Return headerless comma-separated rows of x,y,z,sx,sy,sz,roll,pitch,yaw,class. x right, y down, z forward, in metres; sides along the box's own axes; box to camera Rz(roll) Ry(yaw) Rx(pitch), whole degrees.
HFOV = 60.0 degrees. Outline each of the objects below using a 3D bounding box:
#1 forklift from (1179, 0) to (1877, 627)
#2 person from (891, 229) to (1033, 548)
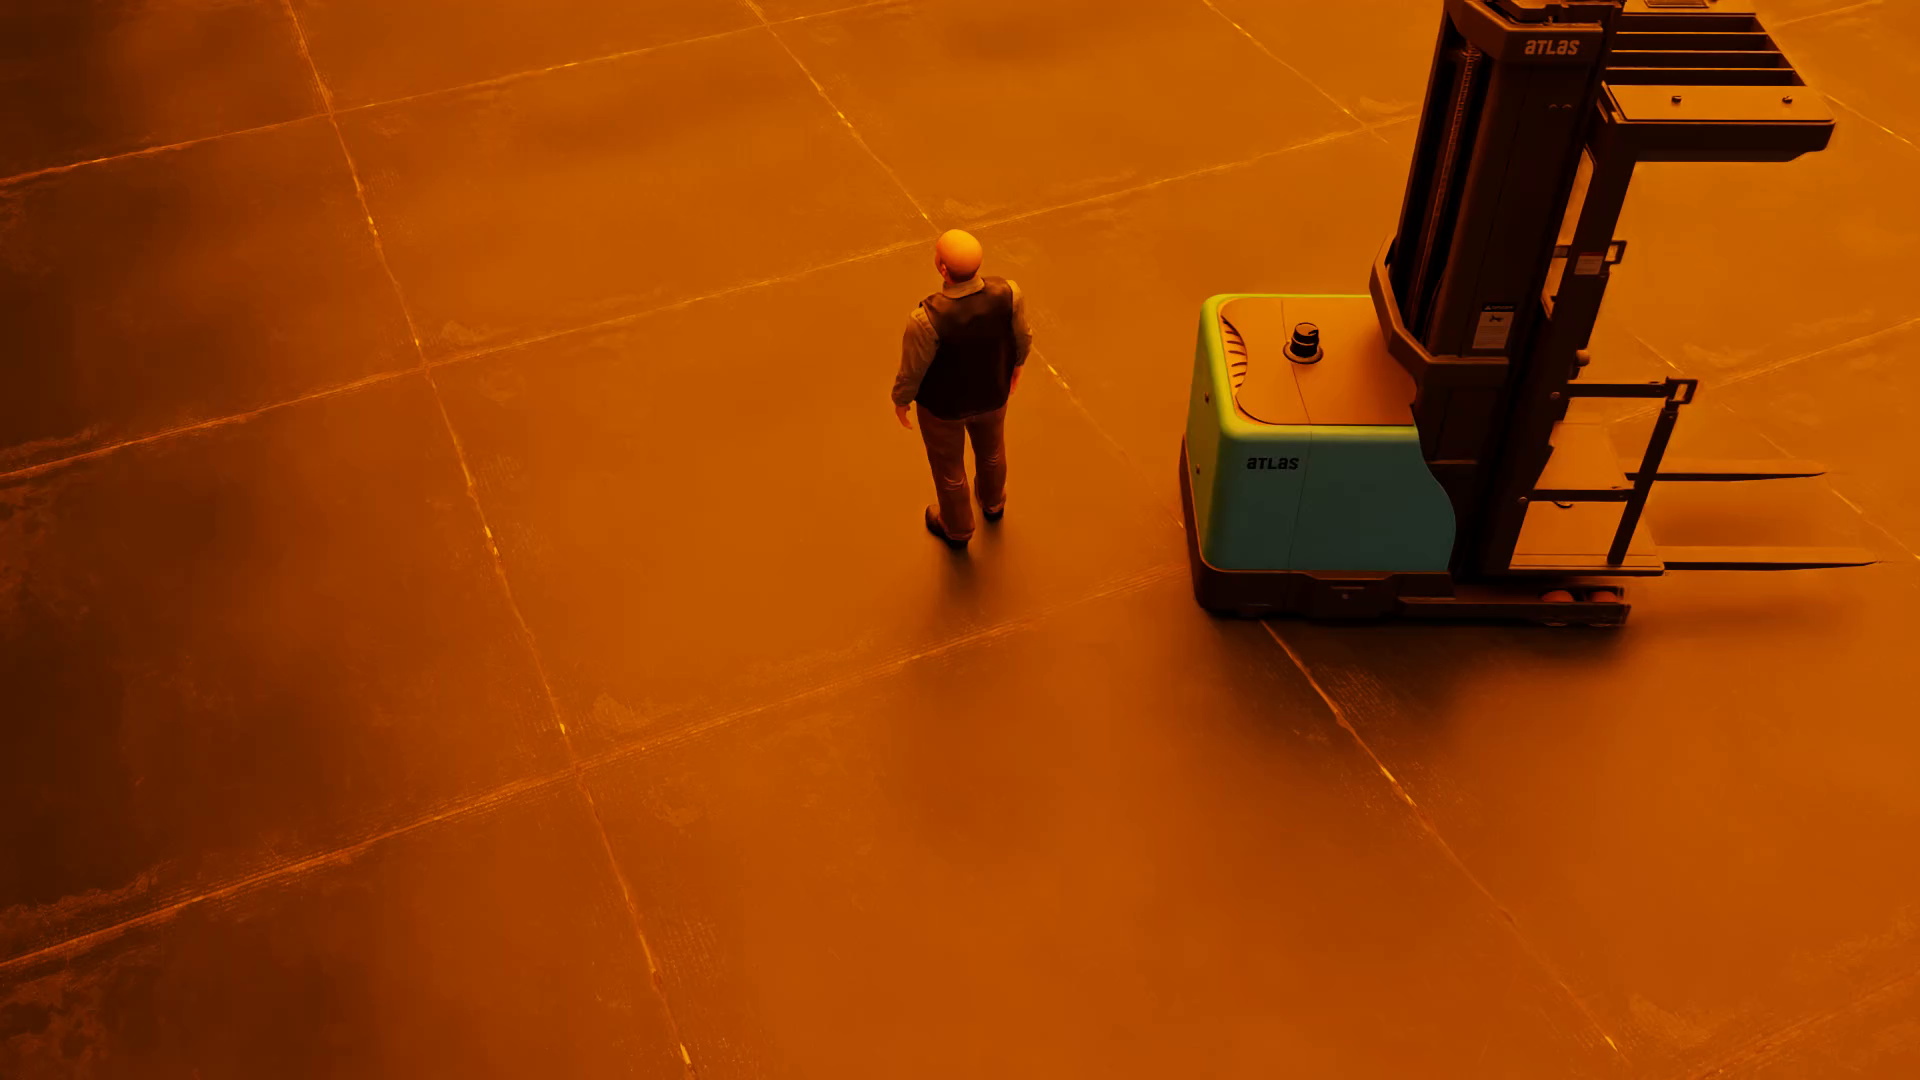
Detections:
2.573,-1.052,6.808,3.031,2.935,1.130,0,43,0,forklift
-0.020,-0.676,7.280,0.633,1.722,0.566,-18,46,-18,person
